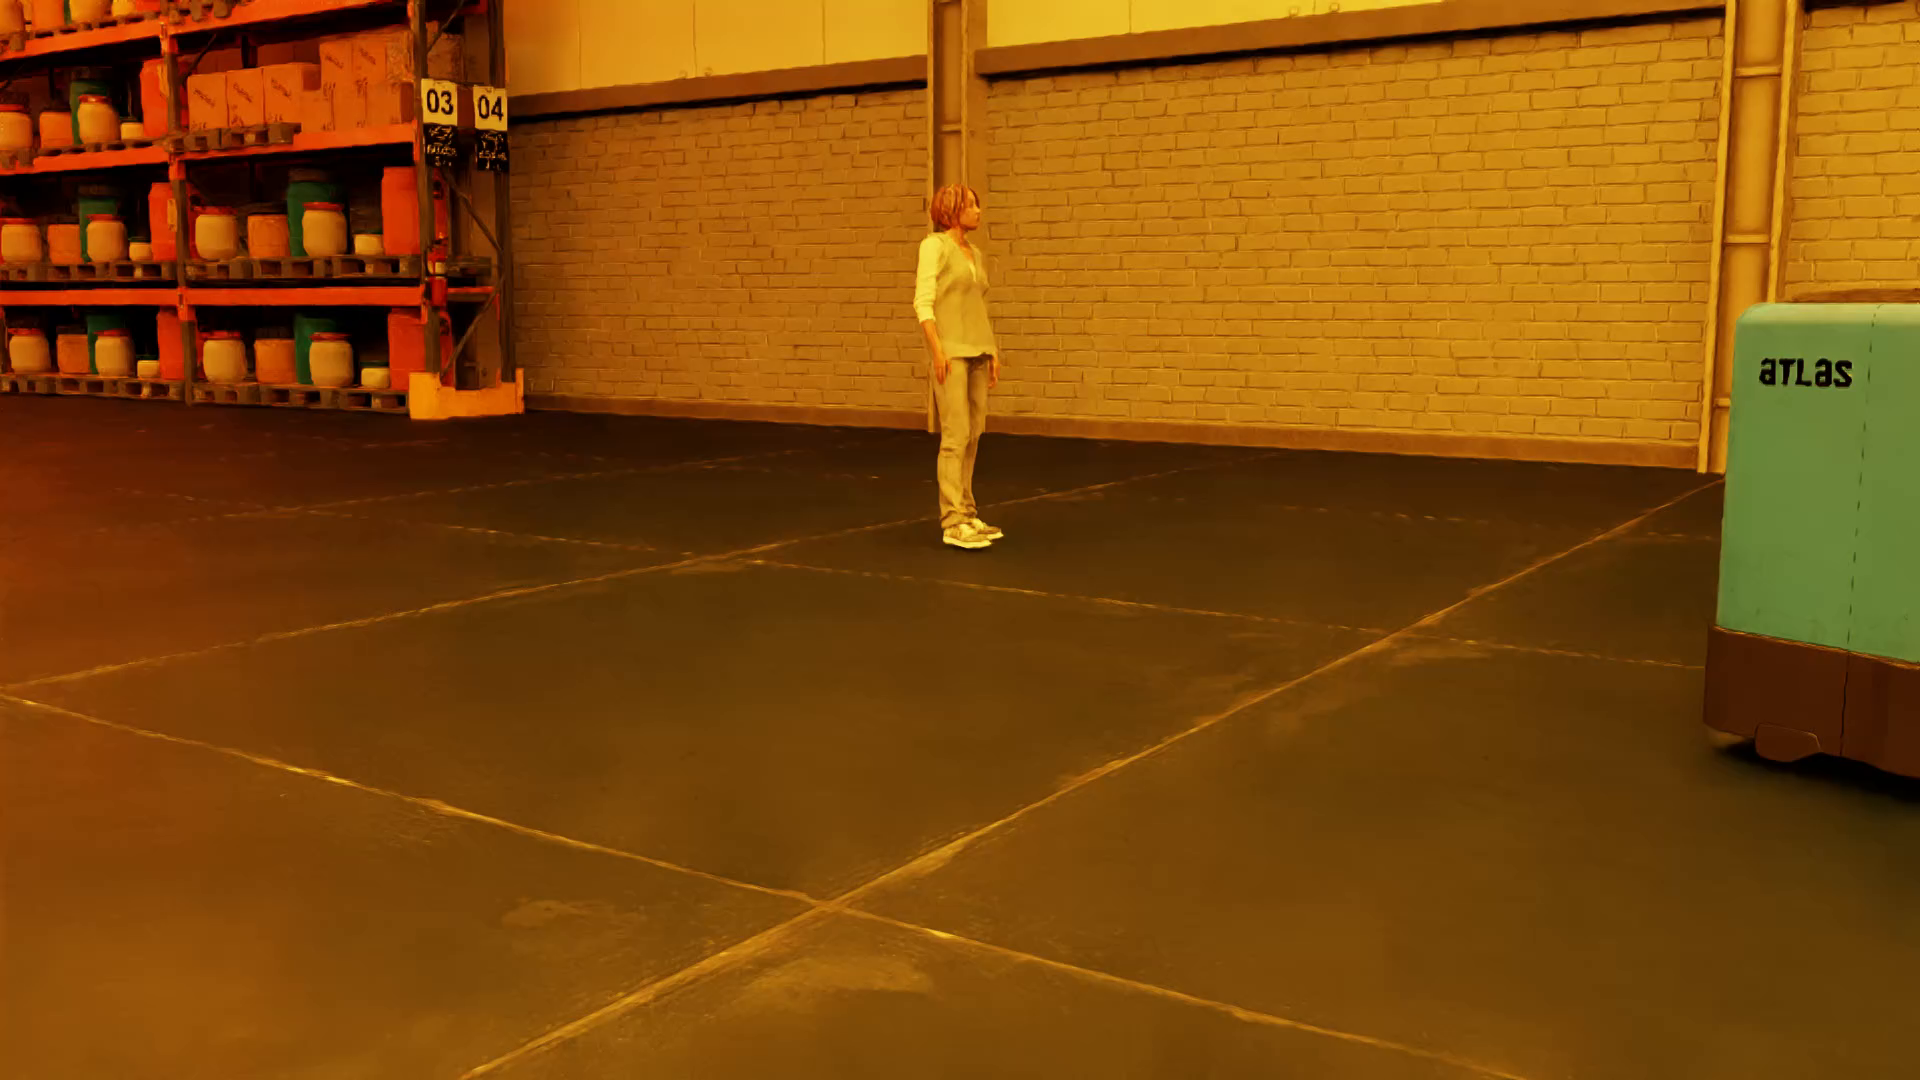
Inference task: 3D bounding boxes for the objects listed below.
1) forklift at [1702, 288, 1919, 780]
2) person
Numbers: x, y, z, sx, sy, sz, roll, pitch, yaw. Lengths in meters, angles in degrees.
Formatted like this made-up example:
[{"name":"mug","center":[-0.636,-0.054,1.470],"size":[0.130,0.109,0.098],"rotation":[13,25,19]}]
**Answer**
[{"name":"forklift","center":[3.025,-0.805,2.857],"size":[1.130,2.935,3.031],"rotation":[-5,10,-34]},{"name":"person","center":[0.054,-0.789,7.438],"size":[0.474,1.594,0.521],"rotation":[5,10,34]}]
